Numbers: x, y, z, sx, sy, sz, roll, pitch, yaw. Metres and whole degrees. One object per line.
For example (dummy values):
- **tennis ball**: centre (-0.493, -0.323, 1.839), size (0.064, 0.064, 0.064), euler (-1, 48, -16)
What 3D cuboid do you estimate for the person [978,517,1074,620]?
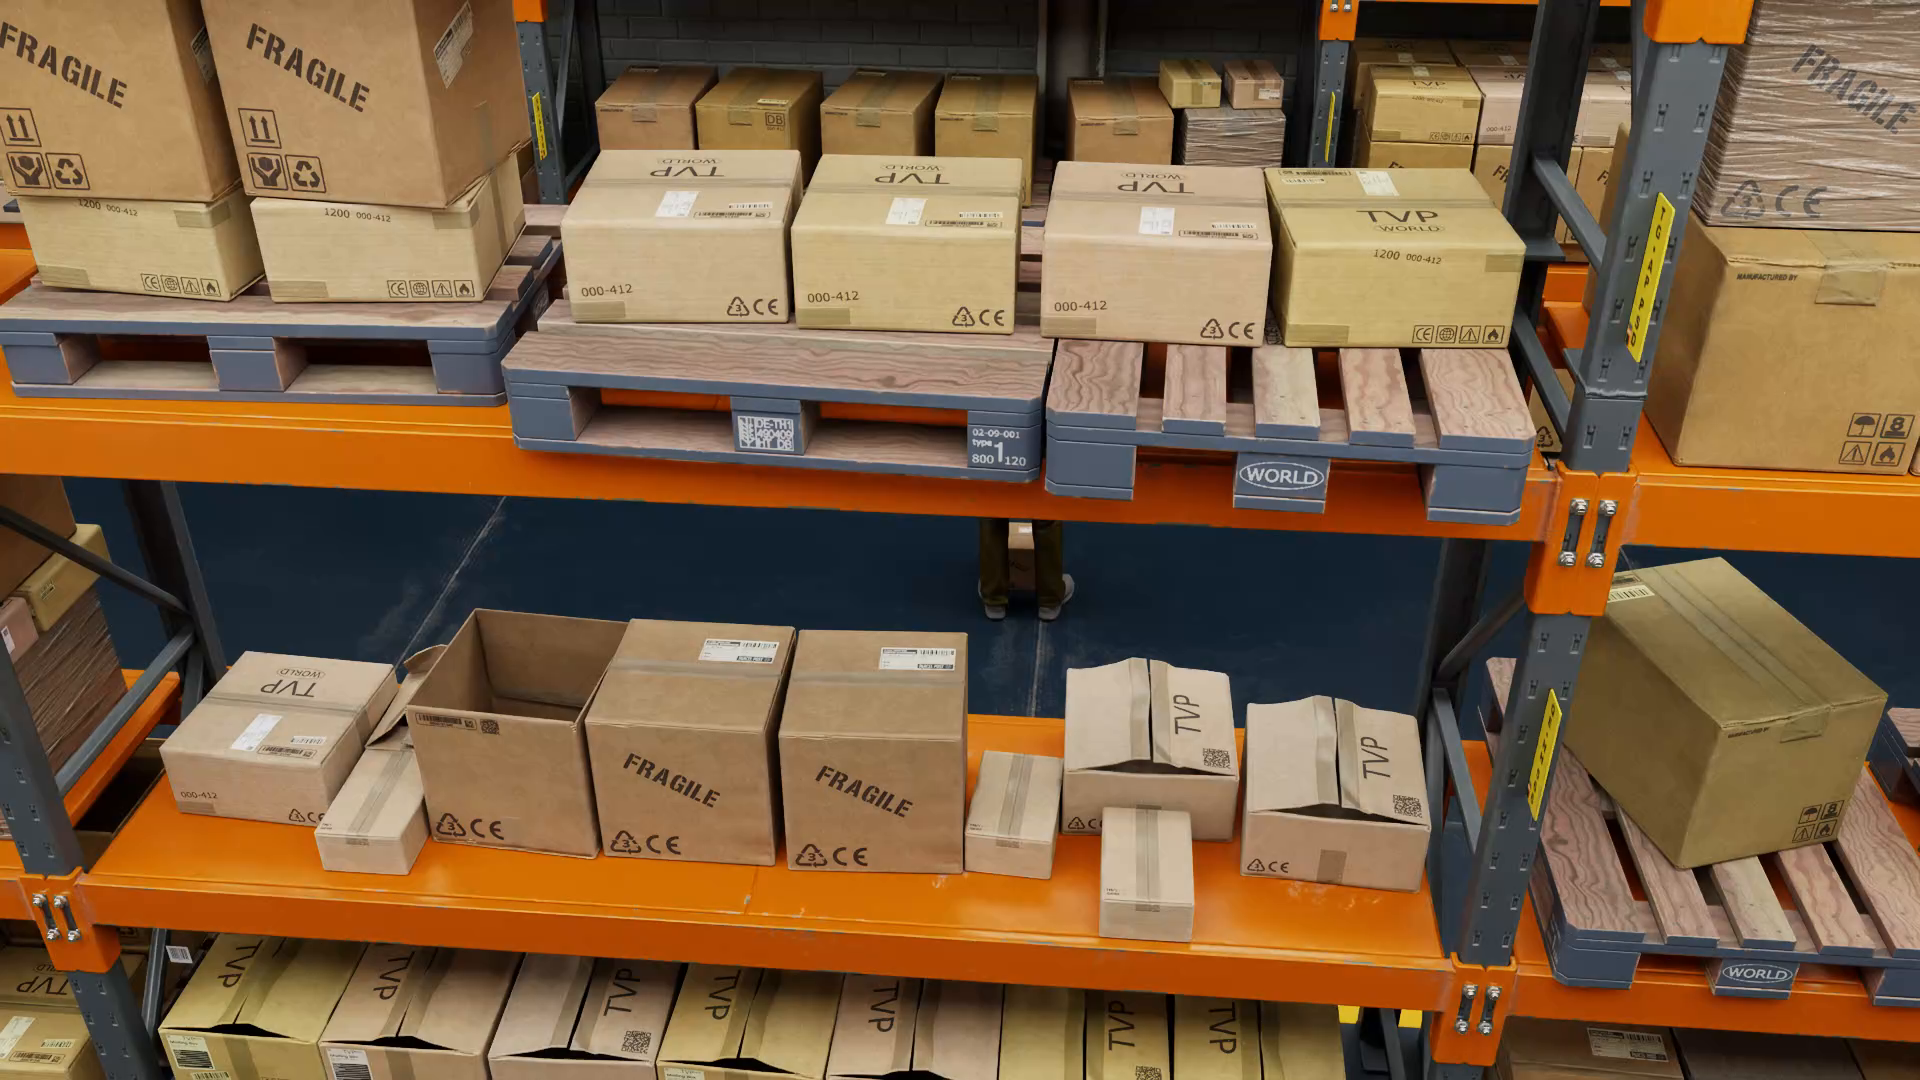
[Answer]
- **person**: centre (0.265, -0.439, 7.806), size (0.655, 1.774, 0.419), euler (1, 32, 2)
